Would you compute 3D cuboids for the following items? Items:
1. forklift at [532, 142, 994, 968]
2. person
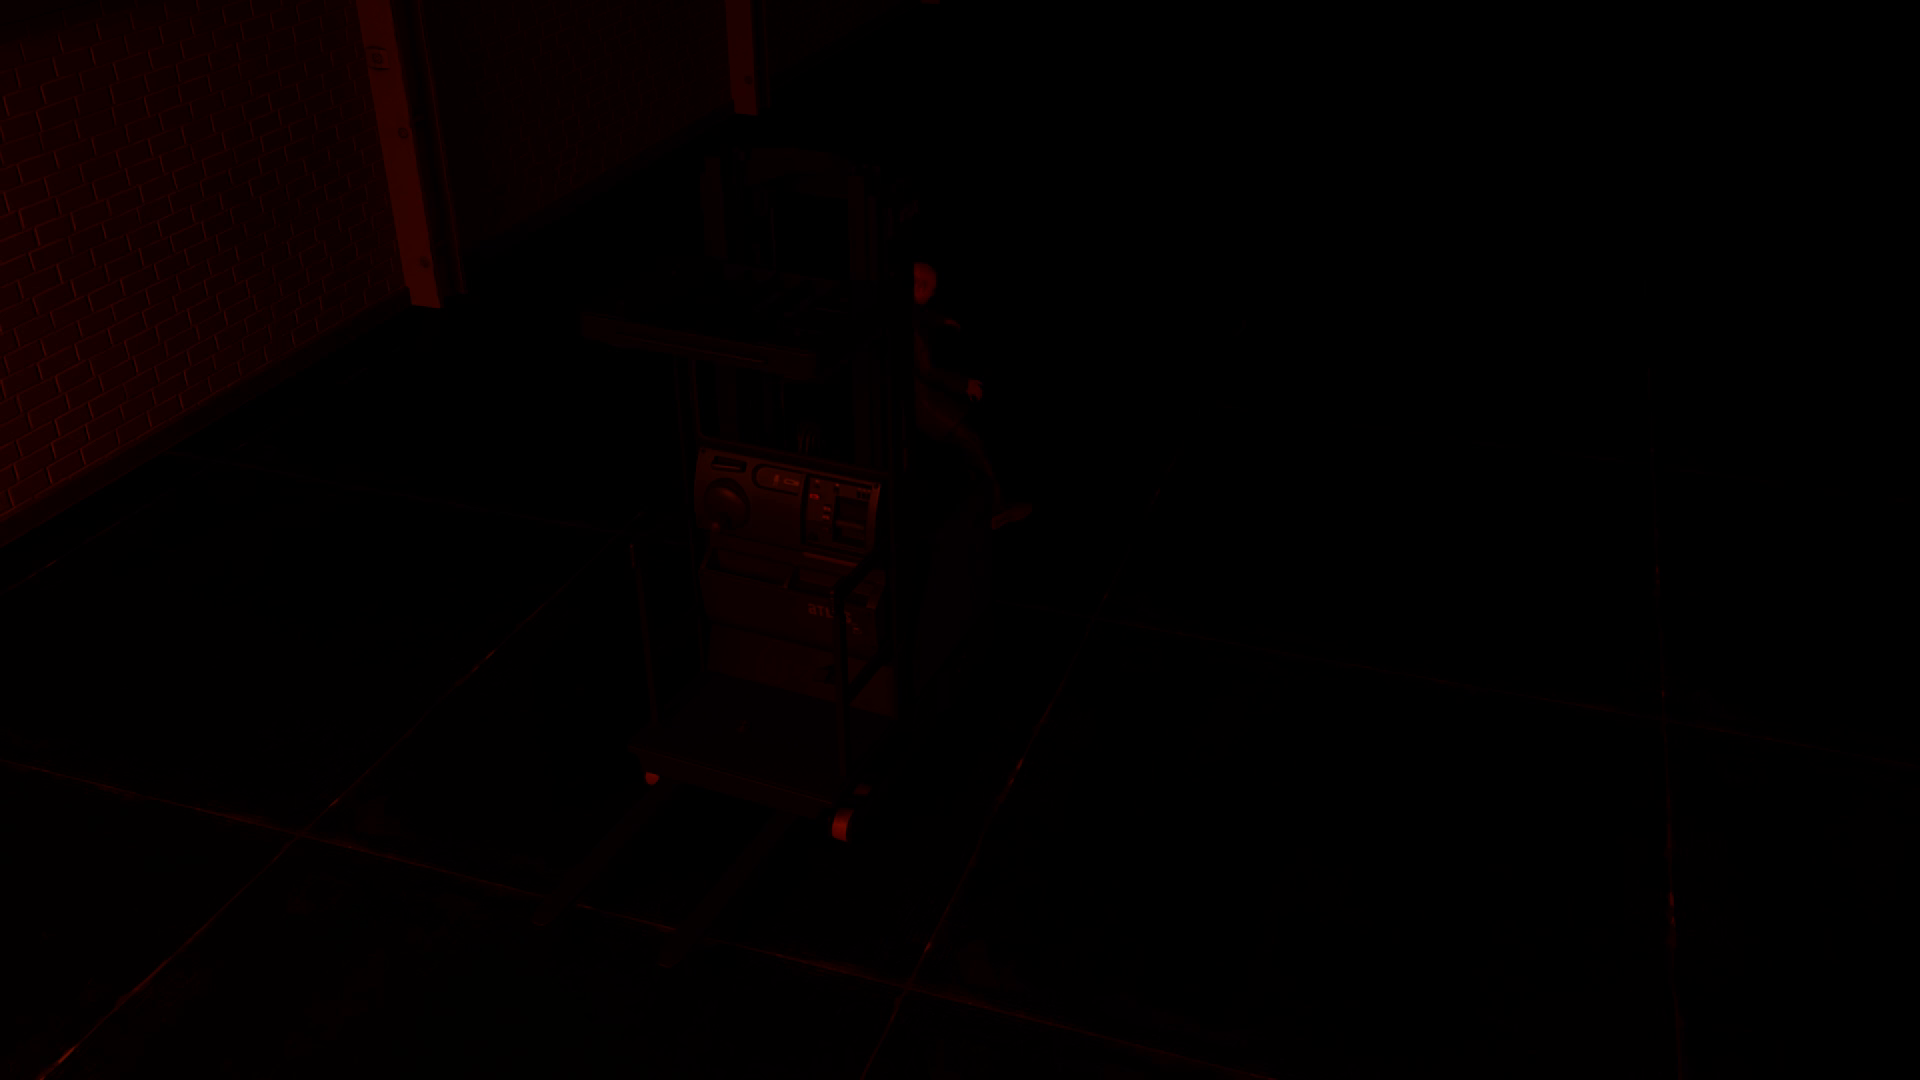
[{"bbox_3d":[-0.867,-0.123,7.353,1.130,2.935,3.031,12,32,20],"label":"forklift"},{"bbox_3d":[-0.164,-0.985,10.259,1.050,1.593,1.202,-7,30,-12],"label":"person"}]
